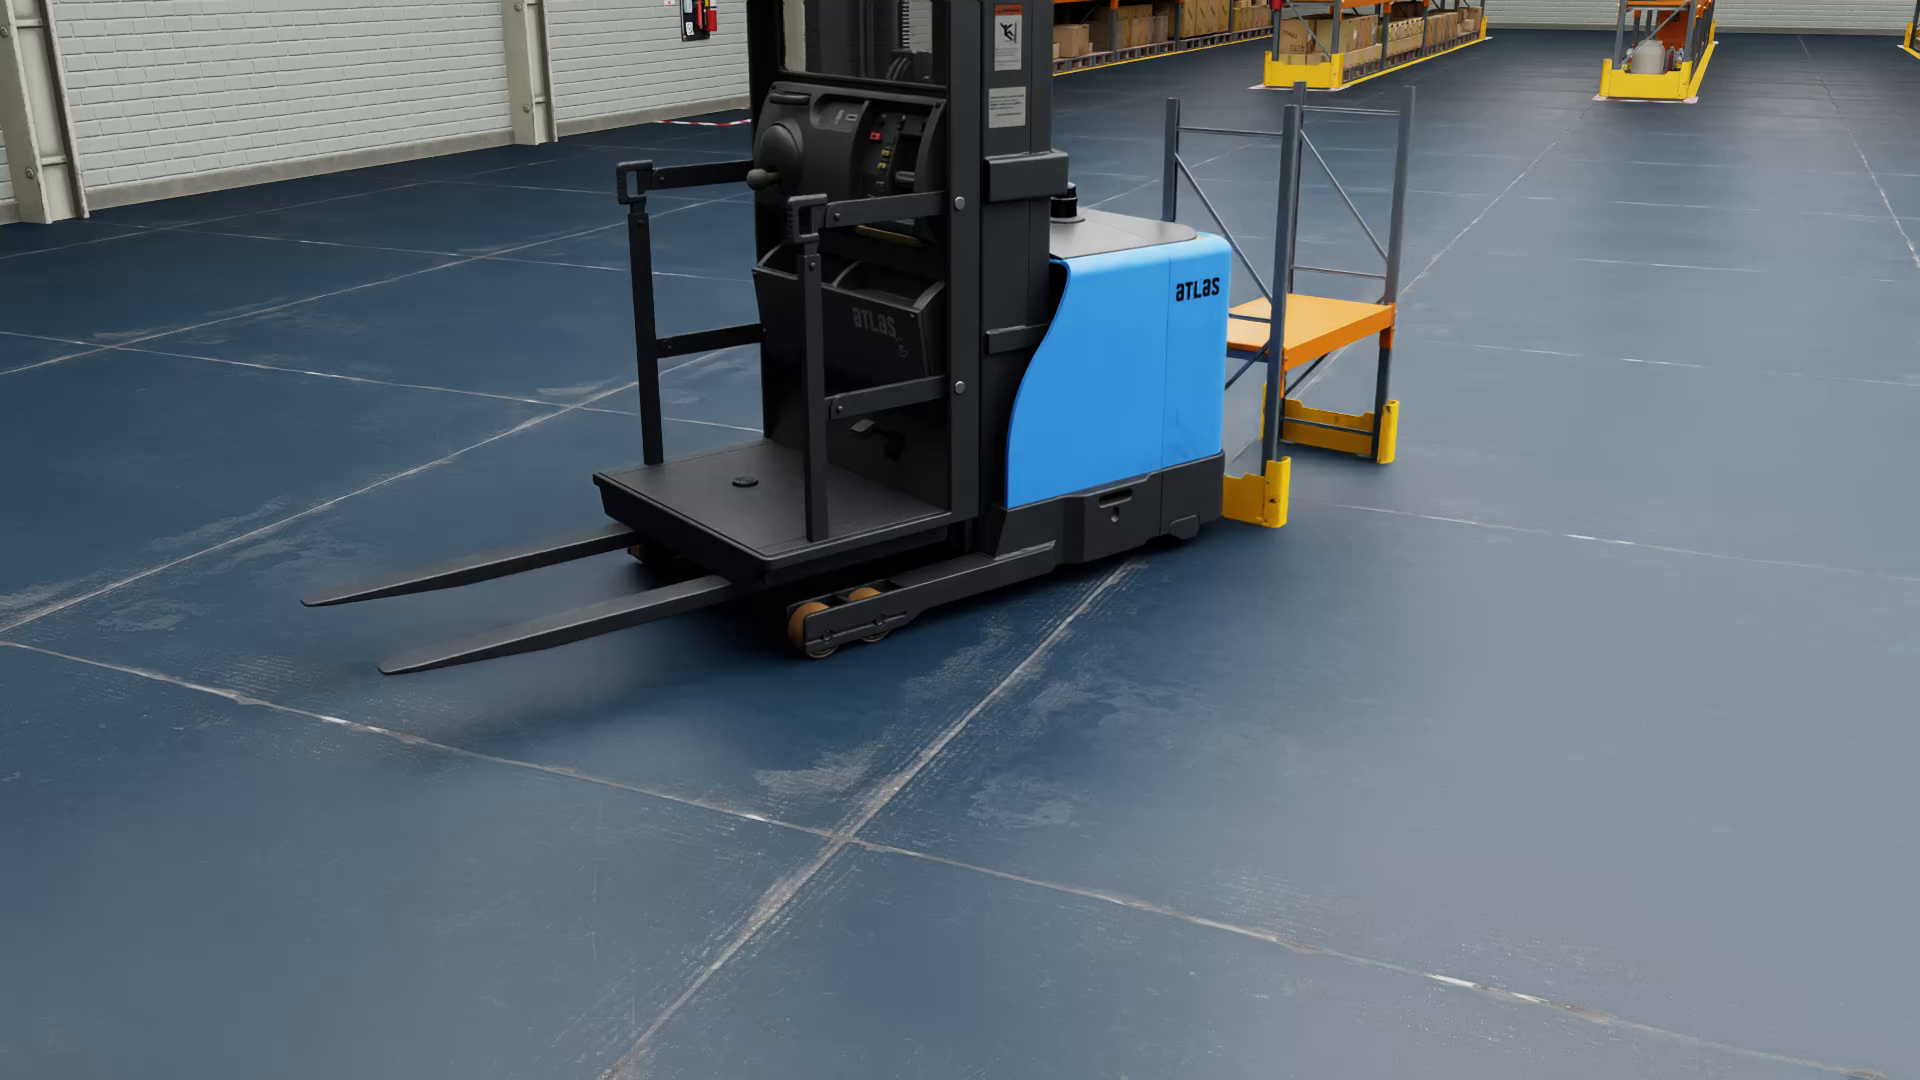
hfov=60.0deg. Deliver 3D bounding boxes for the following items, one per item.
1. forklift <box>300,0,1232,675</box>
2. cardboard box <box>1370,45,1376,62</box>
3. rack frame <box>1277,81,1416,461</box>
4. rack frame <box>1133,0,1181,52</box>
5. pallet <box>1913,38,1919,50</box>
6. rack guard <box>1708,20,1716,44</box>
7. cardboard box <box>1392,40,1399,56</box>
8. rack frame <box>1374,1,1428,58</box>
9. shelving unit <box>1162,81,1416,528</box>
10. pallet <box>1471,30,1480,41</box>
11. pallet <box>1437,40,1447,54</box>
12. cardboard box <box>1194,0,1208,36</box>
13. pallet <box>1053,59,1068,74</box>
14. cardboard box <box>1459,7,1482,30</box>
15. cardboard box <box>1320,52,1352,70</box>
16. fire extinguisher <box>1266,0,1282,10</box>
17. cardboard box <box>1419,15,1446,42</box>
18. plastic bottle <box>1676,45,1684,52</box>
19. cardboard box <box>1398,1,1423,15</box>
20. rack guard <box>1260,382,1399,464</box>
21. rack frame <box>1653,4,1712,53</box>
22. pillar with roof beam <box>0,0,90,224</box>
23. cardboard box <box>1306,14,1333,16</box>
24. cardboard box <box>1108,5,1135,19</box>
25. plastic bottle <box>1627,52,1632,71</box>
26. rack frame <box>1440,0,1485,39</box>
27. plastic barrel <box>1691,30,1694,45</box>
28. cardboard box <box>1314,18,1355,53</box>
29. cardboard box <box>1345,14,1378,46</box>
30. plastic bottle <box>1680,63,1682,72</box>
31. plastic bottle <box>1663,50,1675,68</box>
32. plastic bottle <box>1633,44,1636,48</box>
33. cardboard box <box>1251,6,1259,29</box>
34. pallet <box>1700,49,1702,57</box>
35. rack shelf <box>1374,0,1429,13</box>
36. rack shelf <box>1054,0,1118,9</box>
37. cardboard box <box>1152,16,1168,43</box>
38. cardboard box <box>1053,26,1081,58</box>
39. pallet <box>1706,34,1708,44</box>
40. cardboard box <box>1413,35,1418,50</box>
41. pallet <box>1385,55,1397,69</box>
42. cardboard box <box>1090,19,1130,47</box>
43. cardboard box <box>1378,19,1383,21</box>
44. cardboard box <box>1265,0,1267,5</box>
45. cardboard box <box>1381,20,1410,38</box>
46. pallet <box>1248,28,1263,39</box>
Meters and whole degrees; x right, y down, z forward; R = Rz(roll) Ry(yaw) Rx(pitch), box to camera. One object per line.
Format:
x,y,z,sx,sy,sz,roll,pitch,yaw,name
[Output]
-0.521,-1.227,5.043,3.031,2.935,1.130,-15,24,-36,forklift
6.722,-8.226,28.099,0.500,0.250,0.500,9,21,23,cardboard box
1.547,-1.087,6.787,0.500,1.500,0.032,14,24,34,rack frame
4.043,-11.548,33.964,1.000,3.000,0.127,9,21,23,rack frame
20.620,-10.386,34.857,1.003,0.211,1.213,9,21,23,pallet
16.355,-11.466,37.463,1.175,0.500,0.348,9,21,23,rack guard
7.528,-8.794,29.698,0.500,0.250,0.500,9,22,24,cardboard box
8.564,-10.869,32.056,1.000,3.000,0.127,9,21,23,rack frame
1.250,-0.953,6.409,0.587,1.500,1.083,14,24,34,shelving unit
11.483,-11.734,38.649,1.003,0.211,1.213,9,21,23,pallet
9.405,-10.150,34.195,1.003,0.211,1.213,9,21,23,pallet
4.829,-11.207,35.586,0.750,0.750,0.750,8,21,22,cardboard box
1.163,-8.055,28.304,1.003,0.211,1.213,9,21,23,pallet
11.842,-12.145,38.715,0.500,0.500,0.500,9,21,23,cardboard box
5.912,-7.613,26.376,0.500,0.250,0.500,9,21,23,cardboard box
4.816,-8.415,25.270,0.296,0.674,0.183,9,21,23,fire extinguisher
9.639,-10.473,34.014,0.500,0.500,0.500,8,21,21,cardboard box
11.364,-7.630,26.244,0.144,0.351,0.185,7,21,20,plastic bottle
9.372,-11.055,34.532,0.500,0.250,0.500,9,21,23,cardboard box
1.547,-0.498,6.995,0.587,0.250,0.087,14,24,34,rack guard
14.719,-11.411,33.580,1.000,3.000,0.127,9,21,23,rack frame
-3.179,-6.169,9.884,9.100,9.000,0.400,9,21,23,pillar with roof beam
6.041,-8.498,27.745,0.500,0.500,0.500,9,21,23,cardboard box
3.078,-10.230,32.213,0.500,0.250,0.500,8,21,21,cardboard box
10.286,-7.362,25.601,0.152,0.276,0.135,9,21,23,plastic bottle
11.840,-13.315,38.932,1.000,3.000,0.127,9,21,23,rack frame
14.191,-10.240,32.791,0.600,0.901,0.708,9,21,23,plastic barrel
5.914,-7.966,26.250,0.500,0.500,0.500,9,21,23,cardboard box
6.720,-8.579,27.974,0.500,0.500,0.500,9,21,23,cardboard box
10.875,-7.175,25.187,0.097,0.201,0.097,0,20,0,plastic bottle
11.219,-7.607,26.292,0.152,0.276,0.135,9,21,23,plastic bottle
10.734,-7.735,26.540,0.144,0.351,0.185,9,22,24,plastic bottle
6.714,-12.479,39.686,0.700,0.500,0.500,8,21,21,cardboard box
13.867,-9.493,32.347,1.003,0.211,1.213,9,21,23,pallet
7.745,-9.919,30.457,1.077,0.370,4.000,9,21,23,rack shelf
1.586,-9.375,28.927,1.077,0.370,4.000,9,21,23,rack shelf
3.796,-10.350,33.670,0.700,0.500,0.500,9,21,23,cardboard box
1.712,-8.723,29.094,0.700,0.500,0.500,7,21,19,cardboard box
15.984,-11.074,36.791,1.003,0.211,1.213,9,21,23,pallet
8.363,-9.419,31.455,0.500,0.250,0.500,8,21,22,cardboard box
7.192,-8.563,29.733,1.003,0.211,1.213,9,21,23,pallet
2.857,-9.747,31.973,0.700,0.500,0.500,8,21,22,cardboard box
7.663,-9.599,31.123,0.500,0.311,0.500,8,21,21,cardboard box
7.237,-13.027,40.259,0.380,0.149,0.250,8,21,22,cardboard box
7.951,-9.376,30.495,0.500,0.311,0.500,9,22,24,cardboard box
6.562,-12.053,39.545,1.003,0.211,1.213,9,21,23,pallet
